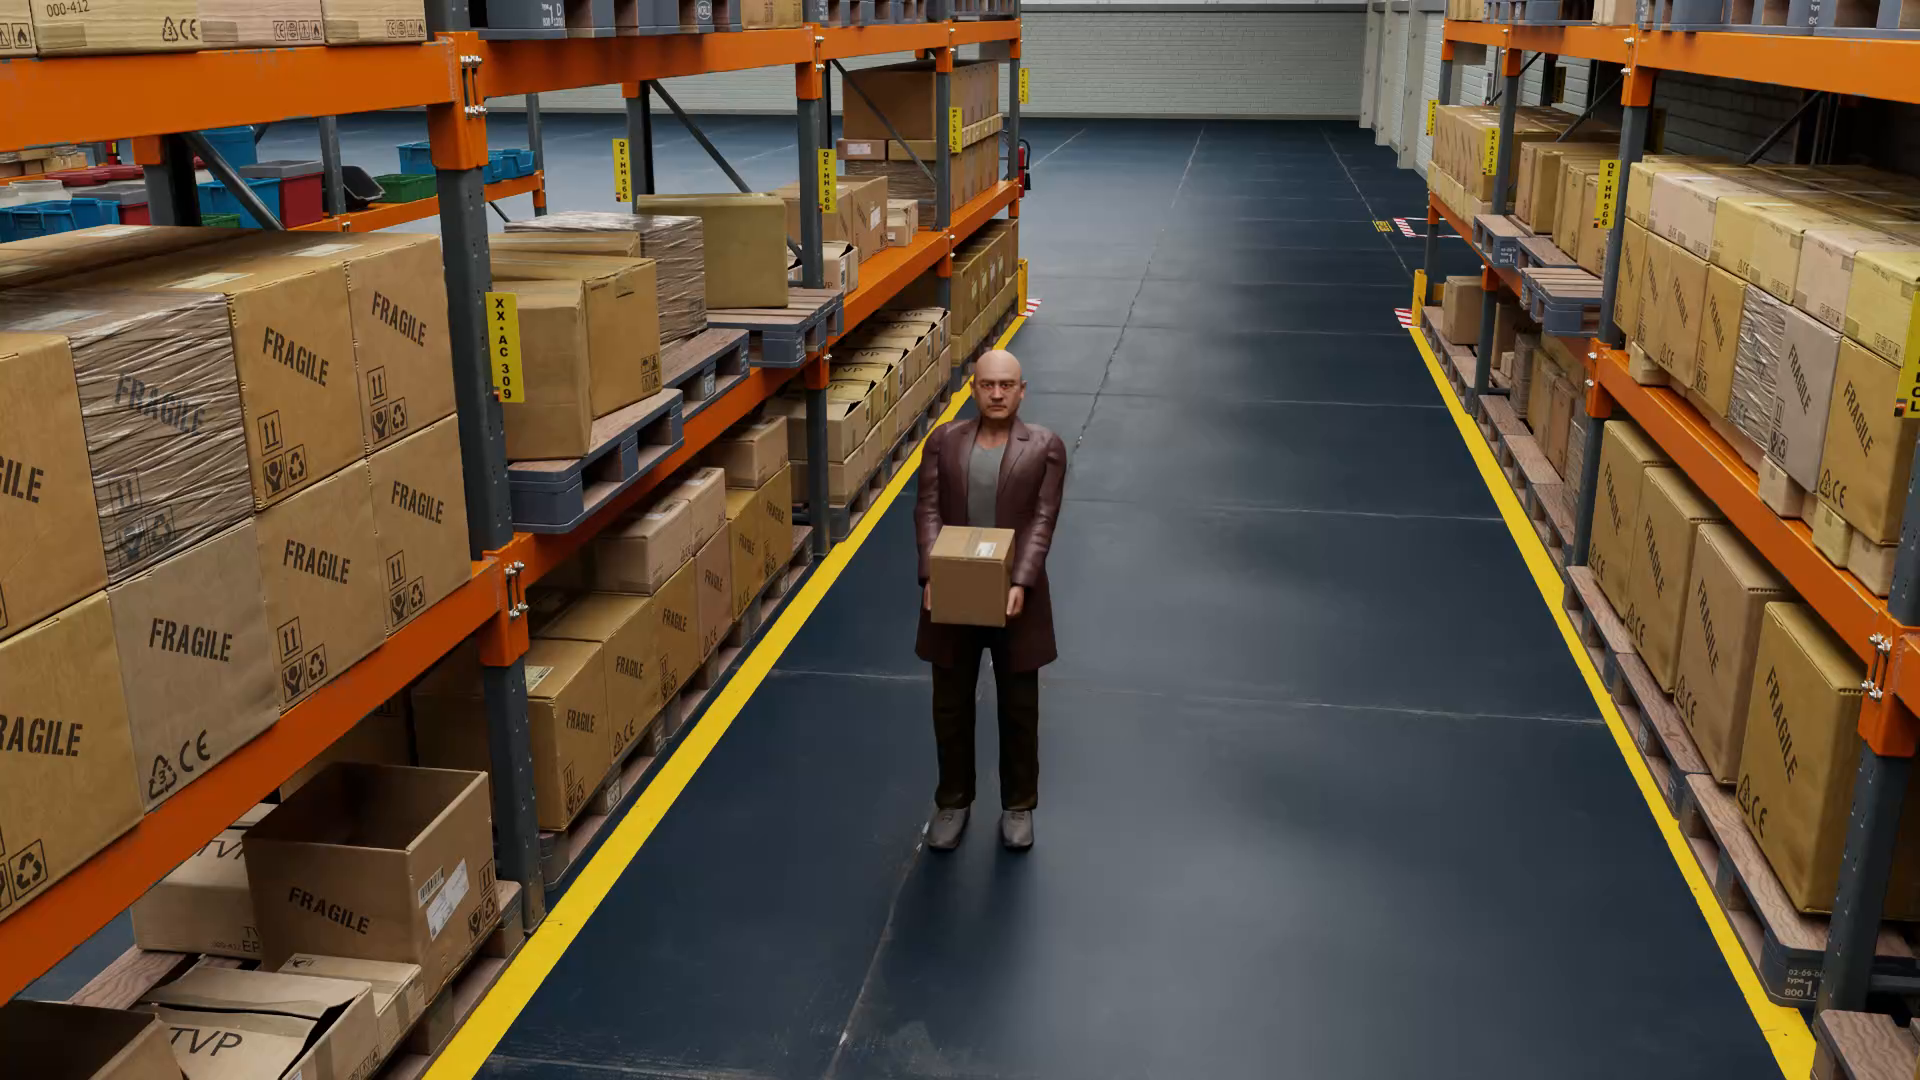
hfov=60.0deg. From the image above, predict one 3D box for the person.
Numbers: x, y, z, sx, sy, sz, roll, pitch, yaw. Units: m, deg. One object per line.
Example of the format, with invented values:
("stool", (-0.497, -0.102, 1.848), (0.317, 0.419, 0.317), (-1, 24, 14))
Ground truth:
("person", (0.086, 0.242, 5.825), (0.528, 1.770, 0.544), (3, 18, 10))
